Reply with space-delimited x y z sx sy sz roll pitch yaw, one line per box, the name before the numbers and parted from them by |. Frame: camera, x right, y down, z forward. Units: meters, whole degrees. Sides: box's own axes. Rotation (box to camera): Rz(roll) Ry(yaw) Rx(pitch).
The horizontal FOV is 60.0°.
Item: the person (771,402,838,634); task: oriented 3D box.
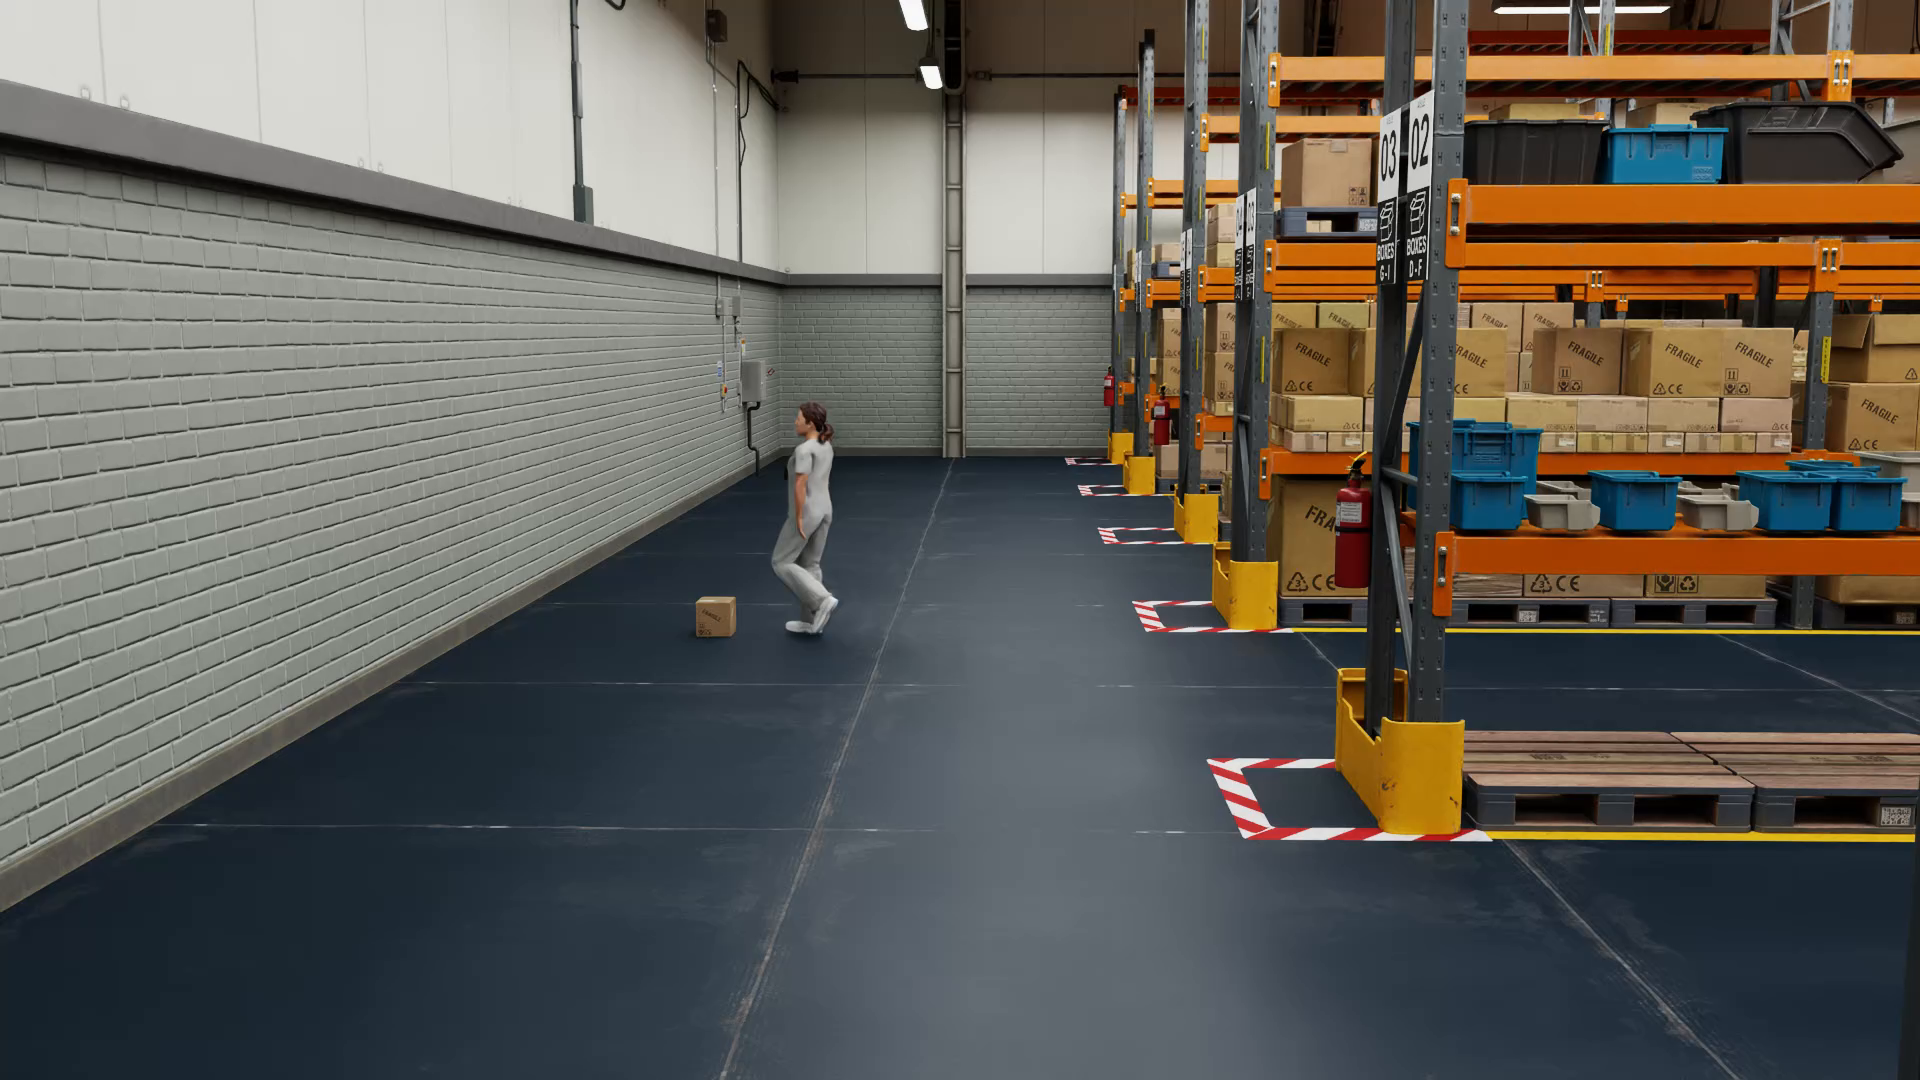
person | -1.051 -0.149 11.839 0.527 1.662 0.456 4 8 28
